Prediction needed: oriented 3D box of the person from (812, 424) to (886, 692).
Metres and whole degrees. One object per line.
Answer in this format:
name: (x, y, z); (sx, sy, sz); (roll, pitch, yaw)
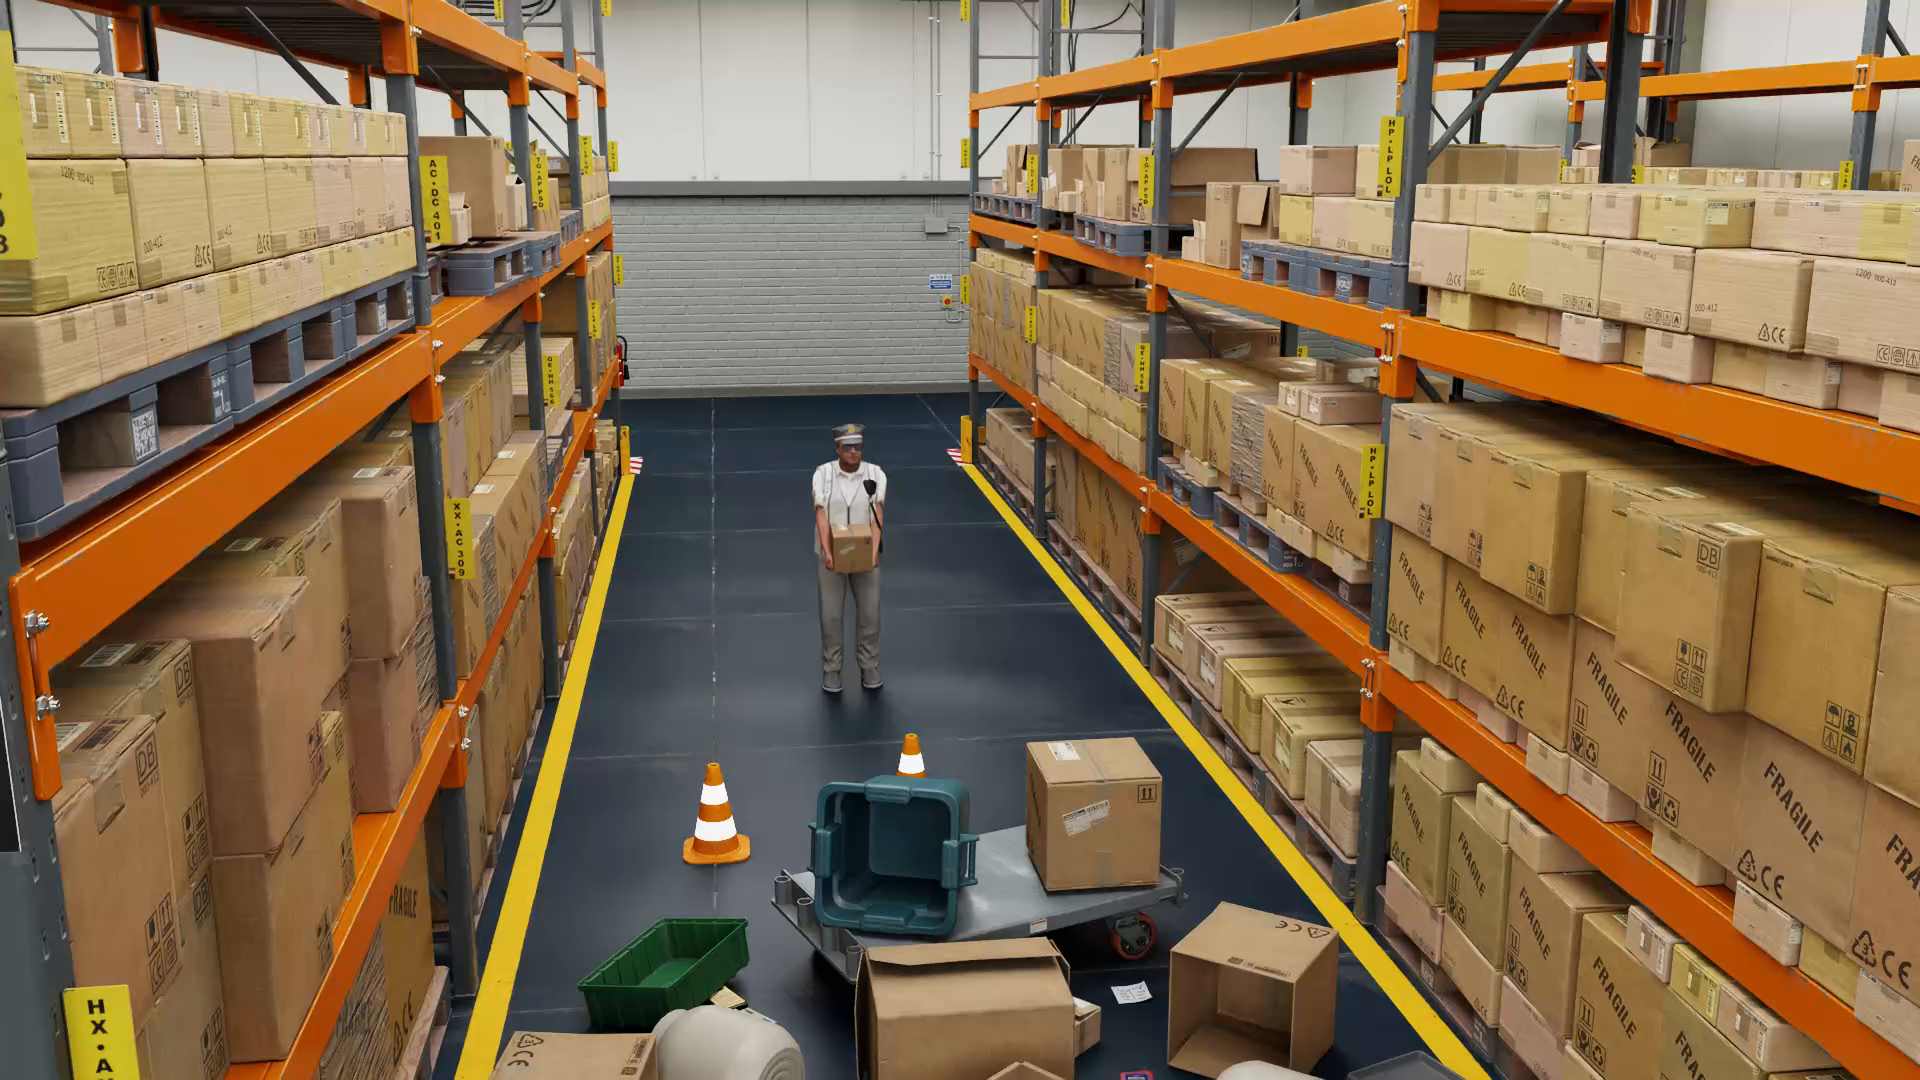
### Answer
person: (-0.715, 0.114, 10.949); (0.490, 1.772, 0.564); (-2, 13, -9)
